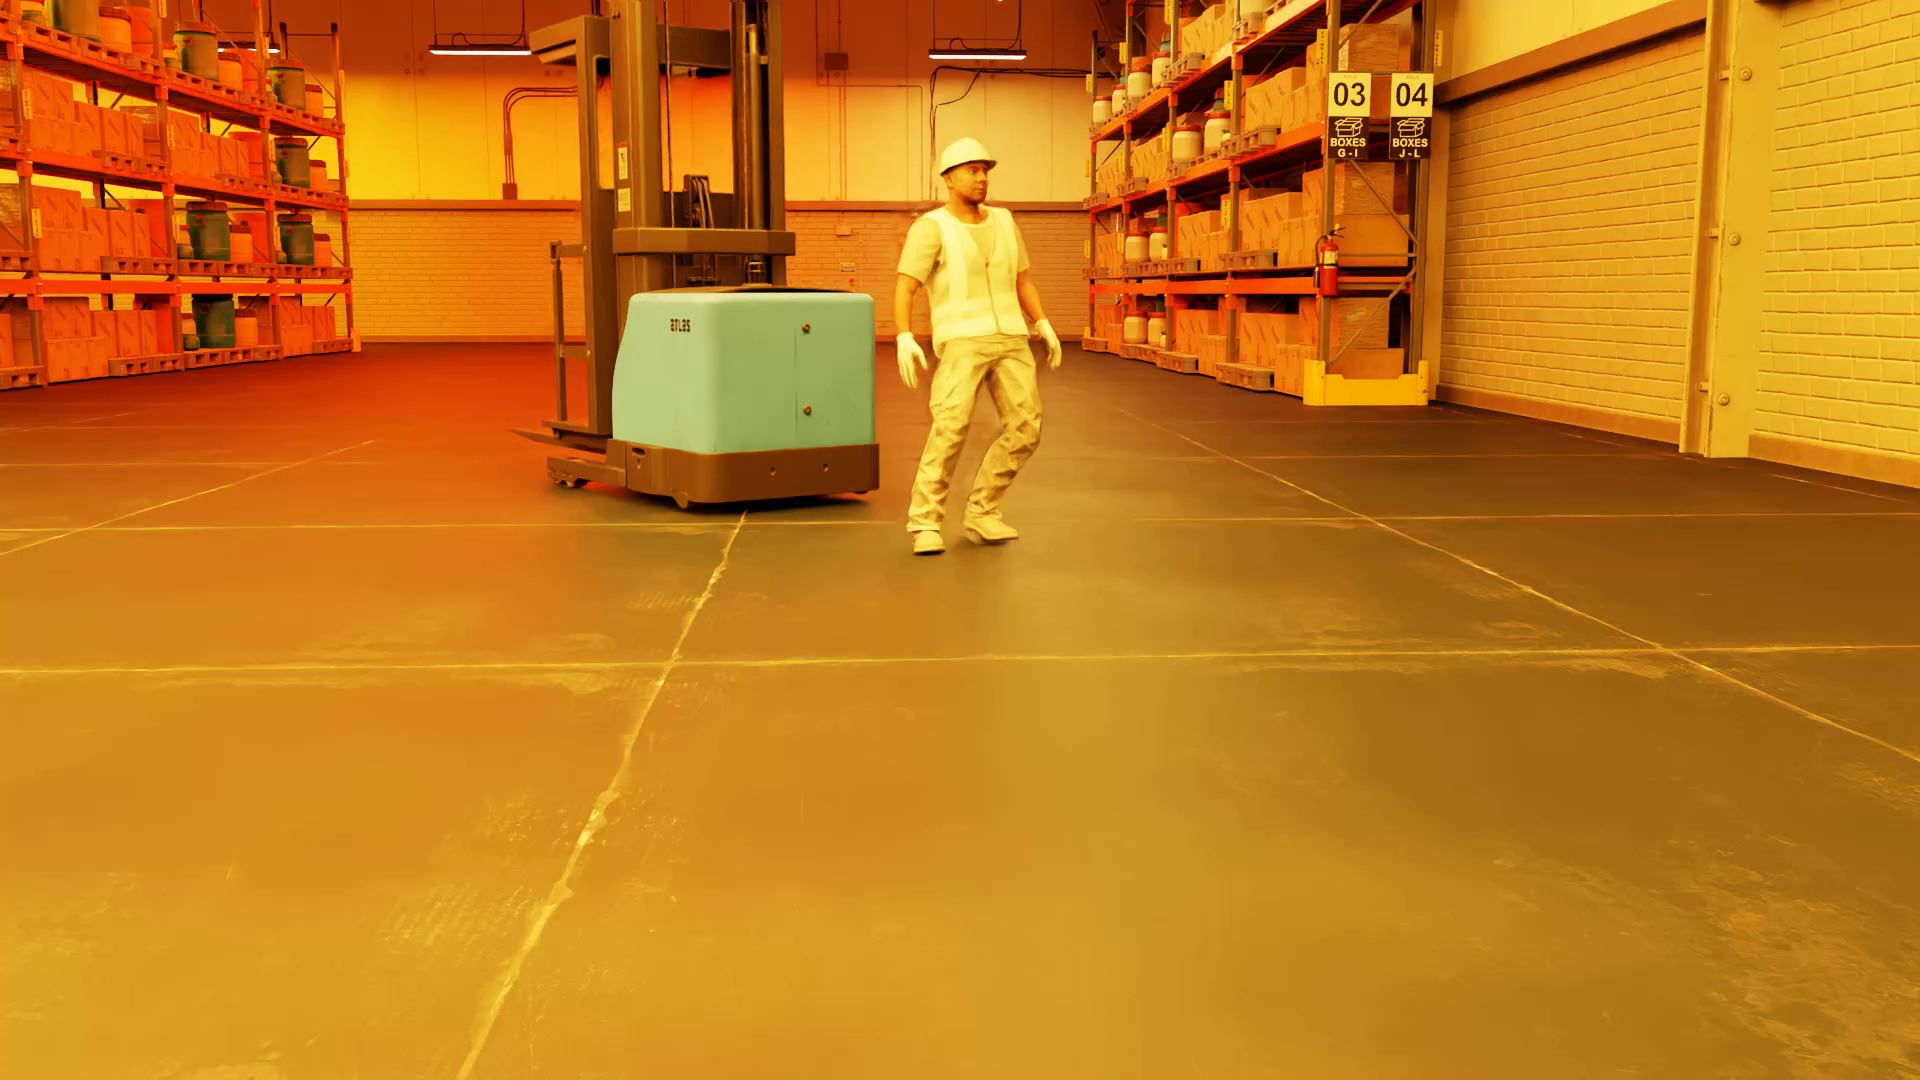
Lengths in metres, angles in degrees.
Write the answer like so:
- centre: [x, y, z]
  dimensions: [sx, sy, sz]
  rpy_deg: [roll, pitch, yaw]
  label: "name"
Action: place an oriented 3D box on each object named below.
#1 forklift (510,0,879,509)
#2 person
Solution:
- centre: [-1.685, -1.775, 9.284]
  dimensions: [1.130, 2.935, 3.031]
  rpy_deg: [-6, 10, -35]
  label: "forklift"
- centre: [0.052, -0.833, 7.069]
  dimensions: [0.773, 1.727, 0.523]
  rpy_deg: [-5, 10, -29]
  label: "person"
